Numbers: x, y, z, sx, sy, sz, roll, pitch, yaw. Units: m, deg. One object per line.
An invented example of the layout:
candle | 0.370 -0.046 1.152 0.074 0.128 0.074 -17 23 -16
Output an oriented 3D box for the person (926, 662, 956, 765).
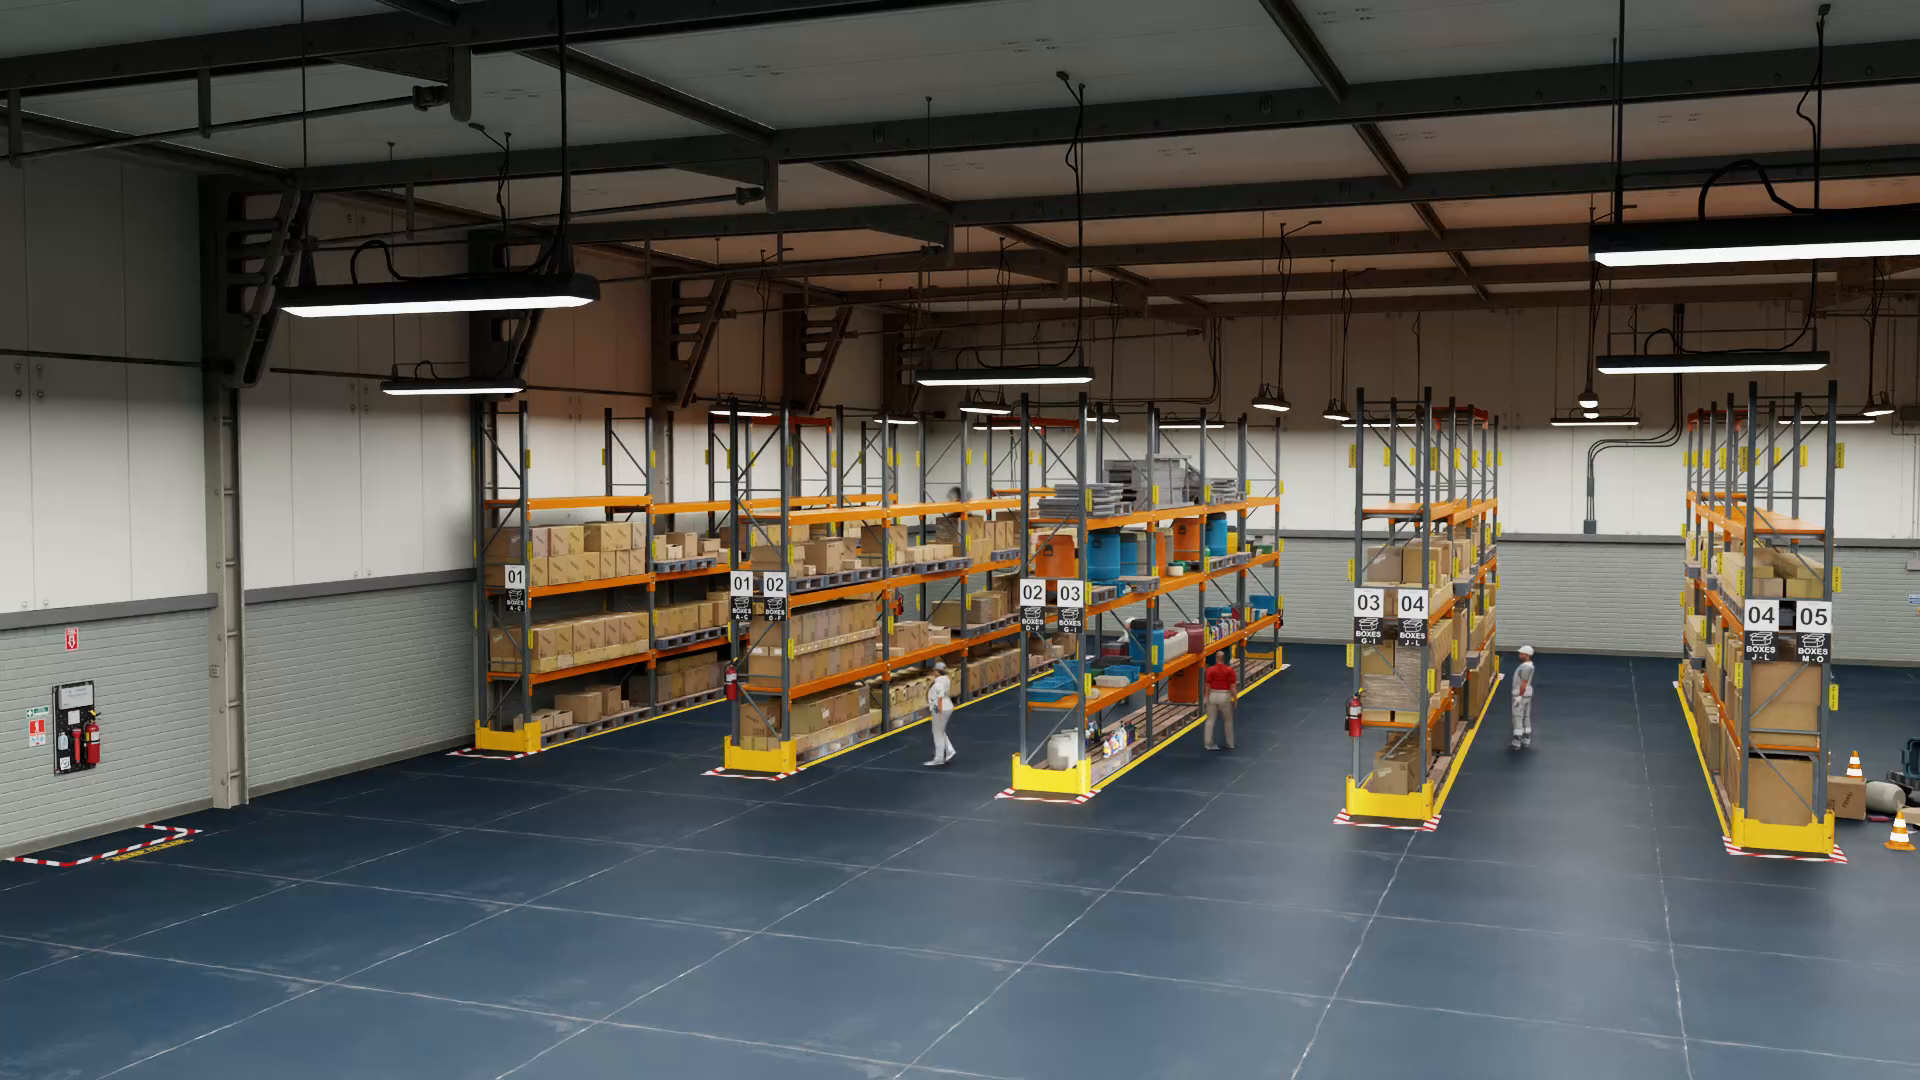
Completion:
person | -0.313 2.843 27.294 0.434 1.692 0.538 0 3 10

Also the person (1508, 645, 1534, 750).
person | 9.700 2.714 28.705 0.437 1.797 0.564 2 4 41

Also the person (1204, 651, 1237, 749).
person | 4.537 2.755 28.685 0.528 1.720 0.584 2 3 30

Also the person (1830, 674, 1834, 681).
person | 18.748 2.384 36.584 0.806 1.639 0.522 1 3 21

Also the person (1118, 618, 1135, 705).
person | 3.371 2.487 34.086 0.474 1.793 0.582 2 3 32
